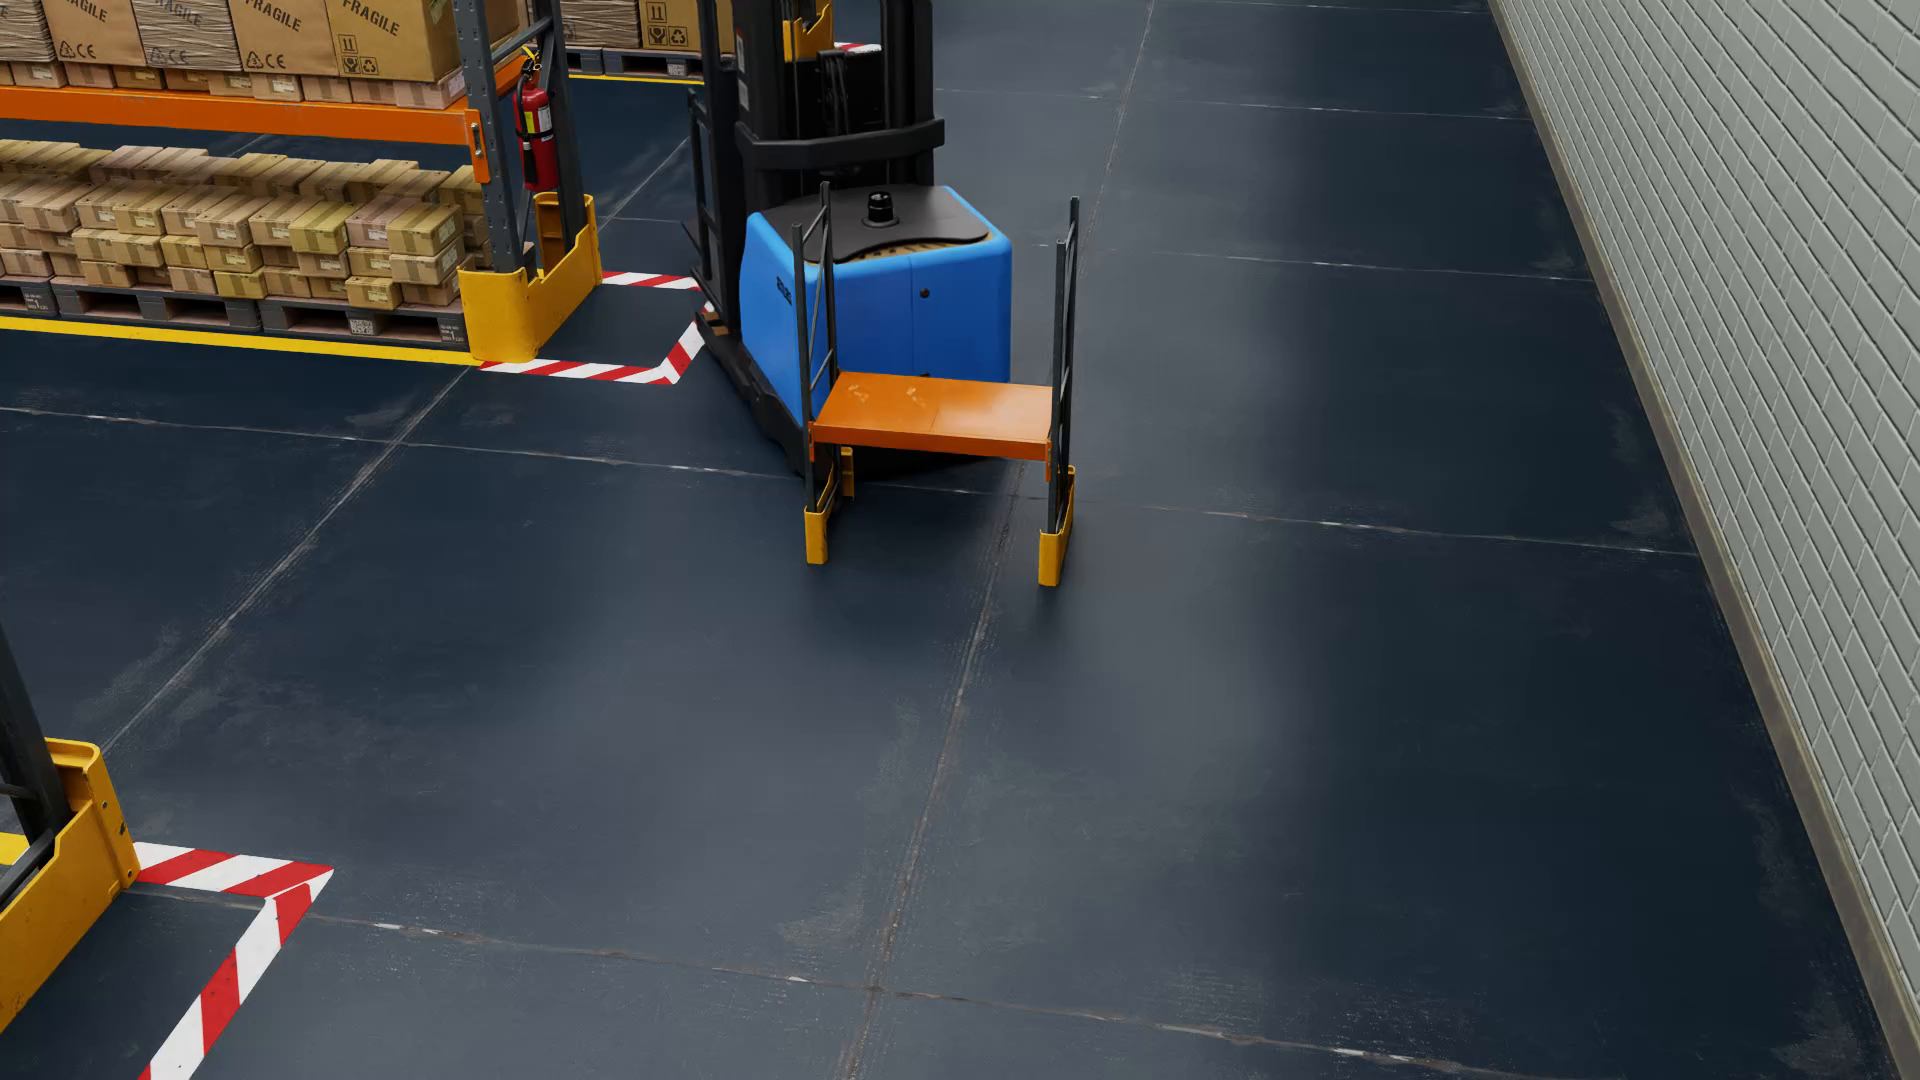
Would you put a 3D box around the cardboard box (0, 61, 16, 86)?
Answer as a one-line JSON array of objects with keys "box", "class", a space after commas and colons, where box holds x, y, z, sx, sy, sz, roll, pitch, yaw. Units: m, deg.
[{"box": [-4.931, -2.496, 8.647, 0.250, 0.149, 0.380, 6, 33, 9], "class": "cardboard box"}]

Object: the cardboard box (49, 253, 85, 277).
[{"box": [-4.848, -1.611, 9.288, 0.250, 0.149, 0.380, 4, 32, 6], "class": "cardboard box"}]

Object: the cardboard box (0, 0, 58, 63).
[{"box": [-4.774, -2.752, 8.444, 0.500, 0.500, 0.500, 5, 32, 7], "class": "cardboard box"}]

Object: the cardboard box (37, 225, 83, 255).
[{"box": [-4.852, -1.718, 9.179, 0.250, 0.149, 0.380, 7, 33, 10], "class": "cardboard box"}]

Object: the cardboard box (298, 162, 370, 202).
[{"box": [-3.492, -1.983, 9.321, 0.250, 0.149, 0.380, 4, 32, 6], "class": "cardboard box"}]

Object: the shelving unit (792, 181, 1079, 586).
[{"box": [-0.075, -0.643, 6.863, 1.083, 1.500, 0.587, 5, 32, 8], "class": "shelving unit"}]

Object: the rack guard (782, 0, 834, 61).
[{"box": [-1.298, -4.030, 13.217, 0.348, 0.500, 1.175, 5, 32, 8], "class": "rack guard"}]

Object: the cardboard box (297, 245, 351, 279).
[{"box": [-3.337, -1.545, 8.902, 0.250, 0.149, 0.380, 4, 32, 6], "class": "cardboard box"}]

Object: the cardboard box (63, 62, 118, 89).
[{"box": [-4.396, -2.469, 8.604, 0.250, 0.149, 0.380, 6, 33, 10], "class": "cardboard box"}]

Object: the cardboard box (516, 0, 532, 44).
[{"box": [-3.741, -4.545, 13.290, 0.875, 0.875, 0.875, 5, 32, 8], "class": "cardboard box"}]

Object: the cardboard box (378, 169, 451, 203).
[{"box": [-3.007, -1.914, 9.212, 0.250, 0.149, 0.380, 6, 33, 9], "class": "cardboard box"}]

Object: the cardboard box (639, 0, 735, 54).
[{"box": [-1.966, -4.384, 13.034, 0.875, 0.875, 0.875, 5, 32, 8], "class": "cardboard box"}]

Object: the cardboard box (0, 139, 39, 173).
[{"box": [-5.546, -2.187, 9.648, 0.250, 0.149, 0.380, 6, 32, 9], "class": "cardboard box"}]

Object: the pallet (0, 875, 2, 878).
[{"box": [-3.790, 1.243, 5.065, 1.213, 0.211, 1.003, 5, 32, 8], "class": "pallet"}]

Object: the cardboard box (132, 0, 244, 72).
[{"box": [-3.750, -2.669, 8.313, 0.500, 0.500, 0.500, 5, 32, 8], "class": "cardboard box"}]

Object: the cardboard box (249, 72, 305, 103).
[{"box": [-3.369, -2.348, 8.411, 0.250, 0.149, 0.380, 6, 33, 10], "class": "cardboard box"}]

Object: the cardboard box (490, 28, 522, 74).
[{"box": [-2.520, -2.600, 8.814, 0.250, 0.149, 0.380, 5, 32, 8], "class": "cardboard box"}]

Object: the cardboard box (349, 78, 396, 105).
[{"box": [-2.864, -2.323, 8.371, 0.250, 0.149, 0.380, 5, 32, 8], "class": "cardboard box"}]

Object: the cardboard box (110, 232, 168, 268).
[{"box": [-4.375, -1.627, 9.034, 0.250, 0.149, 0.380, 5, 32, 9], "class": "cardboard box"}]

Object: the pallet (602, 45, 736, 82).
[{"box": [-2.123, -3.940, 13.345, 1.213, 0.211, 1.003, 5, 32, 8], "class": "pallet"}]

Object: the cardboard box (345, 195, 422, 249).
[{"box": [-3.058, -1.695, 8.862, 0.250, 0.149, 0.380, 6, 33, 9], "class": "cardboard box"}]

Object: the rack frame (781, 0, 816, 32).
[{"box": [-1.322, -5.091, 12.557, 0.127, 3.000, 1.000, 5, 32, 8], "class": "rack frame"}]

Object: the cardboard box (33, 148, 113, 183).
[{"box": [-5.057, -2.105, 9.516, 0.250, 0.149, 0.380, 6, 33, 10], "class": "cardboard box"}]

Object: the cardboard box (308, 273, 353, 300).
[{"box": [-3.326, -1.452, 9.034, 0.250, 0.149, 0.380, 5, 32, 8], "class": "cardboard box"}]

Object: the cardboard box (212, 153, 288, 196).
[{"box": [-4.016, -2.060, 9.444, 0.250, 0.149, 0.380, 6, 32, 9], "class": "cardboard box"}]

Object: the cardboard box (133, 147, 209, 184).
[{"box": [-4.506, -2.112, 9.527, 0.250, 0.149, 0.380, 4, 32, 6], "class": "cardboard box"}]

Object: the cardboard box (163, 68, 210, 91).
[{"box": [-3.880, -2.442, 8.561, 0.250, 0.149, 0.380, 4, 32, 6], "class": "cardboard box"}]

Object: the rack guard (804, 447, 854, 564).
[{"box": [-0.566, -0.157, 7.266, 0.087, 0.250, 0.587, 5, 32, 8], "class": "rack guard"}]

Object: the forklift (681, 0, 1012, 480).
[{"box": [-0.772, -2.283, 8.136, 1.130, 2.935, 3.031, -12, 34, -18], "class": "forklift"}]

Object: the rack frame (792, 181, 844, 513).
[{"box": [-0.585, -0.689, 6.937, 0.032, 1.500, 0.500, 5, 32, 8], "class": "rack frame"}]

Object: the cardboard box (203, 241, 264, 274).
[{"box": [-3.849, -1.585, 8.966, 0.250, 0.149, 0.380, 6, 32, 9], "class": "cardboard box"}]

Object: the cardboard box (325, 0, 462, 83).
[{"box": [-2.742, -2.580, 8.171, 0.500, 0.500, 0.500, 6, 33, 9], "class": "cardboard box"}]

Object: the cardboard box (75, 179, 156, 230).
[{"box": [-4.595, -1.836, 9.086, 0.250, 0.149, 0.380, 4, 32, 6], "class": "cardboard box"}]

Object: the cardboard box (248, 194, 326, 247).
[{"box": [-3.580, -1.708, 8.882, 0.250, 0.149, 0.380, 4, 32, 6], "class": "cardboard box"}]

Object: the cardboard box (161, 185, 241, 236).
[{"box": [-4.095, -1.785, 9.004, 0.250, 0.149, 0.380, 4, 32, 7], "class": "cardboard box"}]

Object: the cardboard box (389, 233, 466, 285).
[{"box": [-2.824, -1.500, 8.830, 0.250, 0.149, 0.380, 4, 32, 7], "class": "cardboard box"}]

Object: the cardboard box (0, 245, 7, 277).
[{"box": [-5.378, -1.614, 9.292, 0.250, 0.149, 0.380, 5, 32, 8], "class": "cardboard box"}]

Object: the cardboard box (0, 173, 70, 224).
[{"box": [-5.114, -1.882, 9.160, 0.250, 0.149, 0.380, 4, 32, 7], "class": "cardboard box"}]

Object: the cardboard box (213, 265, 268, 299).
[{"box": [-3.834, -1.458, 9.043, 0.250, 0.149, 0.380, 4, 32, 6], "class": "cardboard box"}]

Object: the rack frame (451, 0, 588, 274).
[{"box": [-2.256, -2.506, 8.427, 0.127, 3.000, 1.000, 5, 32, 8], "class": "rack frame"}]

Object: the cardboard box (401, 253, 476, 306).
[{"box": [-2.810, -1.414, 8.973, 0.250, 0.149, 0.380, 6, 32, 9], "class": "cardboard box"}]

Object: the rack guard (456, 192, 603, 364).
[{"box": [-2.331, -1.454, 9.101, 0.348, 0.500, 1.175, 5, 32, 8], "class": "rack guard"}]

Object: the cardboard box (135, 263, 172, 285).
[{"box": [-4.337, -1.554, 9.197, 0.250, 0.149, 0.380, 6, 33, 10], "class": "cardboard box"}]

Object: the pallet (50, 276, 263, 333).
[{"box": [-4.325, -1.532, 9.499, 1.213, 0.211, 1.003, 5, 32, 8], "class": "pallet"}]
